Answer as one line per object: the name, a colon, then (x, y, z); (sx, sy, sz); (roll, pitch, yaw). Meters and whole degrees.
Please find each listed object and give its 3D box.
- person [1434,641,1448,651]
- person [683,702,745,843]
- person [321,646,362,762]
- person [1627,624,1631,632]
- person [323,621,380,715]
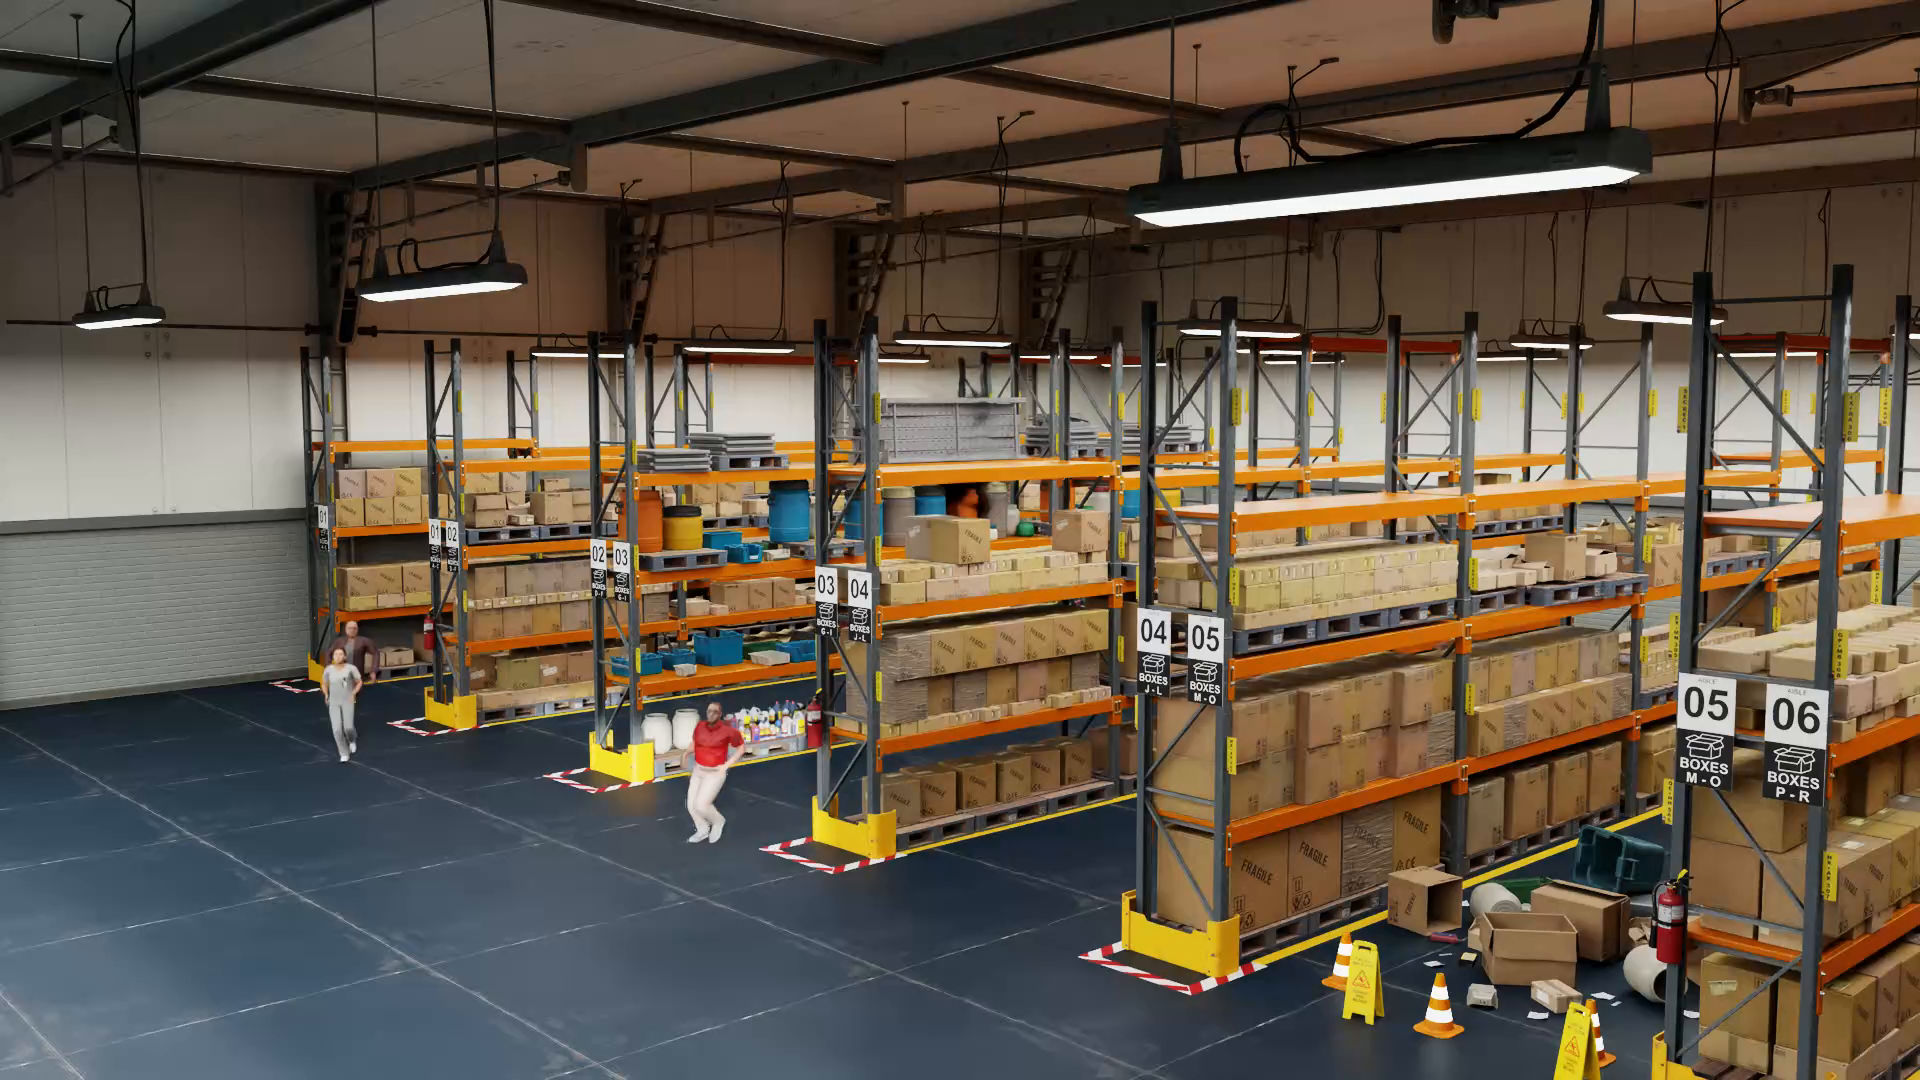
person: (6.900, 2.255, 24.022); (0.504, 1.616, 0.682); (5, 7, 42)
person: (-2.866, 2.670, 18.981); (0.664, 1.655, 0.569); (3, 6, 31)
person: (-8.694, 2.295, 23.385); (0.547, 1.624, 0.558); (-1, 5, -10)
person: (10.185, 2.074, 25.228); (0.967, 1.637, 0.585); (-4, 6, -37)
person: (-9.227, 2.089, 25.228); (0.815, 1.737, 0.656); (-1, 5, -13)
